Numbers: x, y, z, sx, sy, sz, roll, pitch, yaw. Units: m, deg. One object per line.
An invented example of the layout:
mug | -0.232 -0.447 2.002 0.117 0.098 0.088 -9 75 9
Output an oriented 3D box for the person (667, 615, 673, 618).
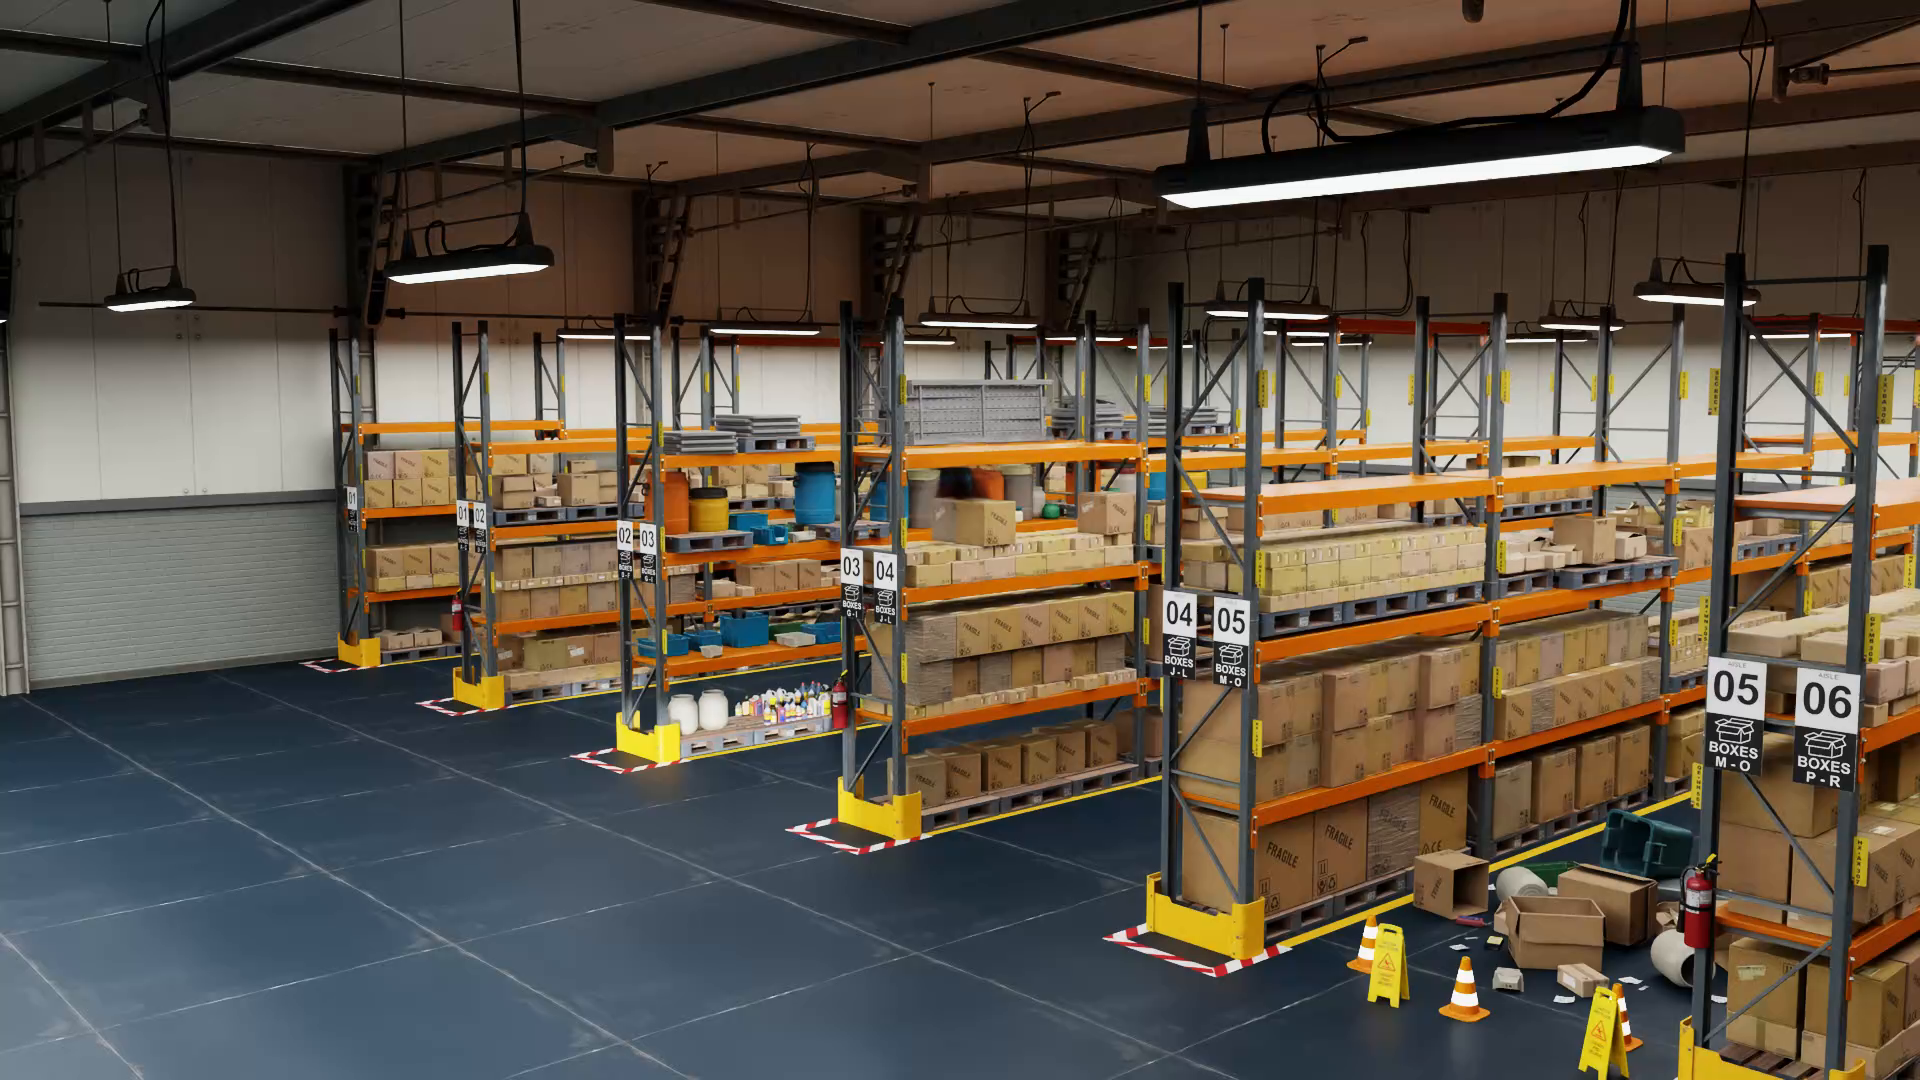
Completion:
person | -5.736 1.280 32.543 0.347 1.397 0.493 5 8 41

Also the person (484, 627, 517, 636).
person | -7.824 1.551 28.245 0.623 1.676 0.436 -1 6 -10
